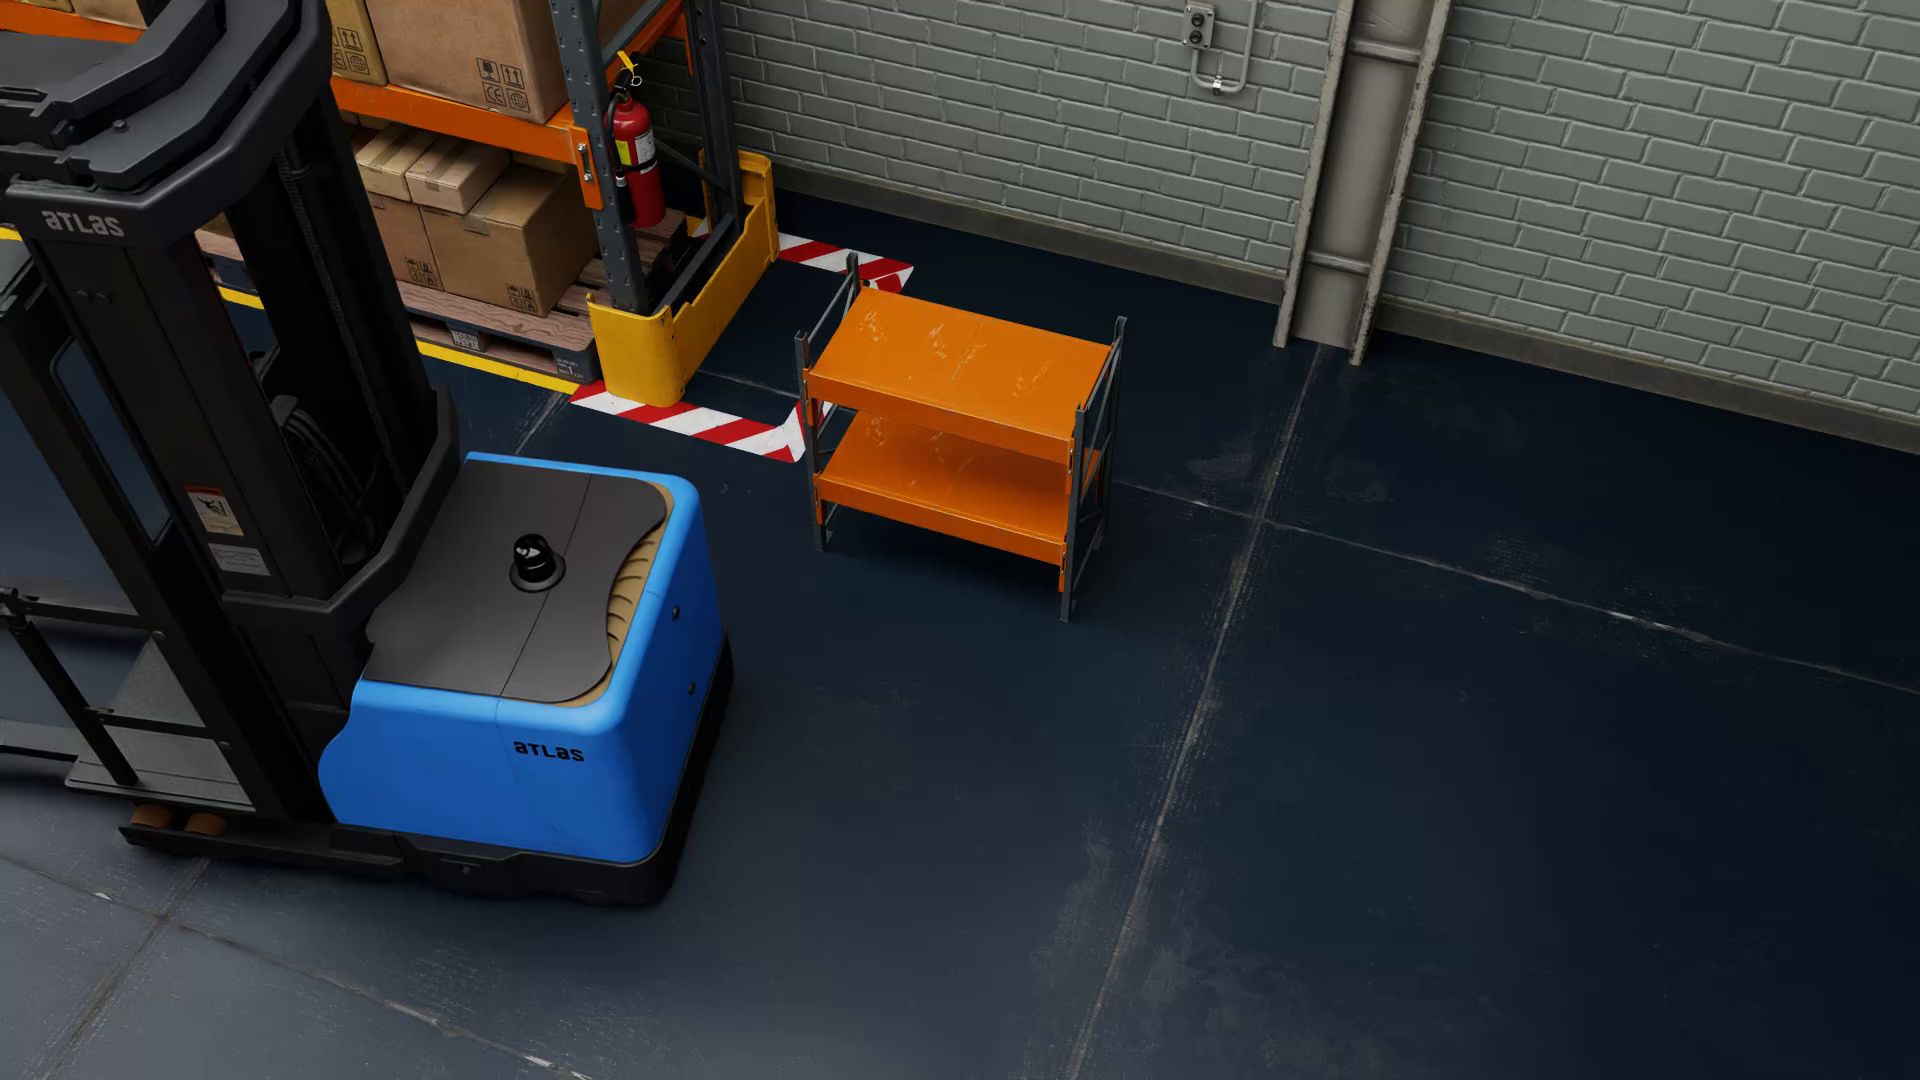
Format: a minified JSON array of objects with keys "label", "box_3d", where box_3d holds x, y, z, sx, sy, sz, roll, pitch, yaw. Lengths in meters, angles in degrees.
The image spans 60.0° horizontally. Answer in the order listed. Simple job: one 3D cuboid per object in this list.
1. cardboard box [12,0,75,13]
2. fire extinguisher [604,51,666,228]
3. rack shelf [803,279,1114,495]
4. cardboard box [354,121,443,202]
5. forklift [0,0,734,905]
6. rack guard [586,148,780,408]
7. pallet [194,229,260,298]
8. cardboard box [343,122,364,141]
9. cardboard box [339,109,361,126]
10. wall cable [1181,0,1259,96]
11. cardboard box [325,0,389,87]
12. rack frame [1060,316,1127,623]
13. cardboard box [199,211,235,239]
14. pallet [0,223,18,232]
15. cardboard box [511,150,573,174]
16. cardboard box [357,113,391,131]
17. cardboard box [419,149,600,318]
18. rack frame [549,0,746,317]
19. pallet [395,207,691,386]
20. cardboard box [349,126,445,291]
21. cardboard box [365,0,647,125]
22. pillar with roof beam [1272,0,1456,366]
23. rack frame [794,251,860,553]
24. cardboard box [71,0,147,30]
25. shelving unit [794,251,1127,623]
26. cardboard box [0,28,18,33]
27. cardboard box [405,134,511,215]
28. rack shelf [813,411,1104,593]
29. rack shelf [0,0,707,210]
[{"label":"cardboard box","box_3d":[-3.776,-2.795,6.855,0.700,0.700,0.980,14,51,12]},{"label":"fire extinguisher","box_3d":[-1.228,-1.484,6.215,0.183,0.674,0.296,16,51,13]},{"label":"rack shelf","box_3d":[0.006,-0.558,5.969,1.000,0.278,0.538,16,51,13]},{"label":"cardboard box","box_3d":[-2.325,-1.612,6.976,0.250,0.149,0.380,17,51,14]},{"label":"forklift","box_3d":[-2.390,-0.271,4.912,3.031,2.935,1.130,7,49,6]},{"label":"rack guard","box_3d":[-1.187,-1.173,7.302,0.348,0.500,1.175,16,51,13]},{"label":"pallet","box_3d":[-3.128,-1.559,7.828,1.213,0.211,1.003,16,51,13]},{"label":"cardboard box","box_3d":[-2.843,-1.691,7.474,0.500,0.500,0.700,14,51,12]},{"label":"cardboard box","box_3d":[-2.664,-2.015,7.325,0.250,0.149,0.380,16,51,14]},{"label":"wall cable","box_3d":[0.319,-2.666,6.270,1.851,1.984,0.084,16,51,13]},{"label":"cardboard box","box_3d":[-2.378,-2.405,6.518,0.700,0.700,0.980,15,51,13]},{"label":"rack frame","box_3d":[0.483,-0.234,6.075,0.032,1.125,0.500,16,51,13]},{"label":"cardboard box","box_3d":[-3.345,-1.826,7.590,0.500,0.500,0.700,17,51,14]},{"label":"pallet","box_3d":[-4.276,-1.877,8.104,1.213,0.211,1.003,16,51,13]},{"label":"cardboard box","box_3d":[-1.715,-1.750,7.096,0.250,0.149,0.380,16,51,13]},{"label":"cardboard box","box_3d":[-2.425,-1.948,7.267,0.250,0.149,0.380,16,51,13]},{"label":"cardboard box","box_3d":[-1.901,-1.429,7.246,0.500,0.500,0.700,16,51,13]},{"label":"rack frame","box_3d":[-1.210,-1.998,6.363,0.127,3.000,1.000,16,51,13]},{"label":"pallet","box_3d":[-1.987,-1.238,7.550,1.213,0.211,1.003,16,51,13]},{"label":"cardboard box","box_3d":[-2.371,-1.560,7.360,0.500,0.500,0.700,15,51,13]},{"label":"cardboard box","box_3d":[-1.692,-2.222,6.359,0.700,0.700,0.980,18,51,15]},{"label":"pillar with roof beam","box_3d":[0.131,-0.817,1.370,0.400,9.000,9.100,16,51,13]},{"label":"rack frame","box_3d":[-0.471,-0.500,6.305,0.032,1.125,0.500,16,51,13]},{"label":"cardboard box","box_3d":[-3.090,-2.611,6.696,0.700,0.700,0.980,13,50,11]},{"label":"shelving unit","box_3d":[0.006,-0.367,6.190,1.048,1.125,0.538,16,51,13]},{"label":"cardboard box","box_3d":[-4.363,-2.487,7.734,0.250,0.149,0.380,15,51,13]},{"label":"cardboard box","box_3d":[-2.085,-1.546,6.918,0.250,0.149,0.380,15,51,13]},{"label":"rack shelf","box_3d":[0.006,-0.207,6.375,1.000,0.278,0.538,16,51,13]},{"label":"rack shelf","box_3d":[-3.086,-2.286,7.089,4.000,0.370,1.077,16,51,13]}]
